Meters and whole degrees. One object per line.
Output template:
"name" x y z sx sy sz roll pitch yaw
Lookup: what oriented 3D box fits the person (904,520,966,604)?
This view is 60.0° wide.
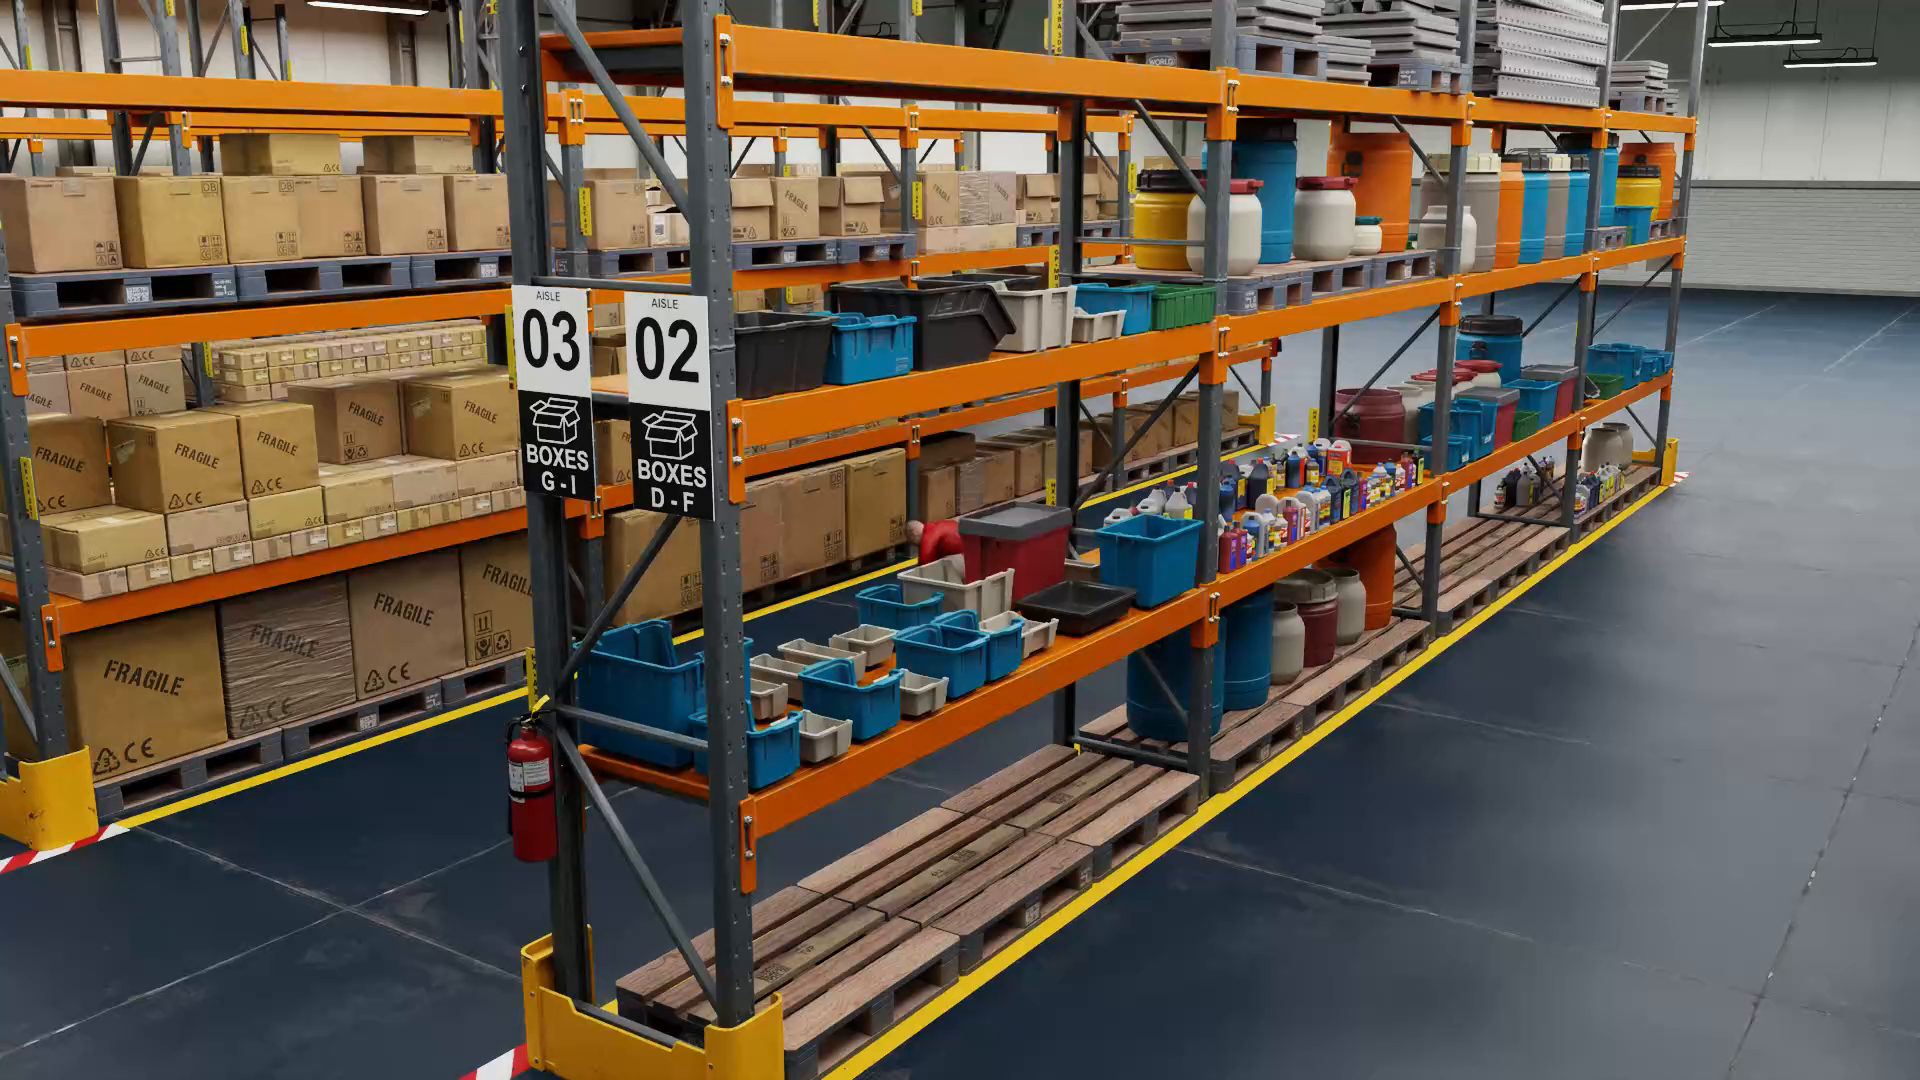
"person" -0.060 0.236 13.682 0.878 0.791 0.531 8 15 32
